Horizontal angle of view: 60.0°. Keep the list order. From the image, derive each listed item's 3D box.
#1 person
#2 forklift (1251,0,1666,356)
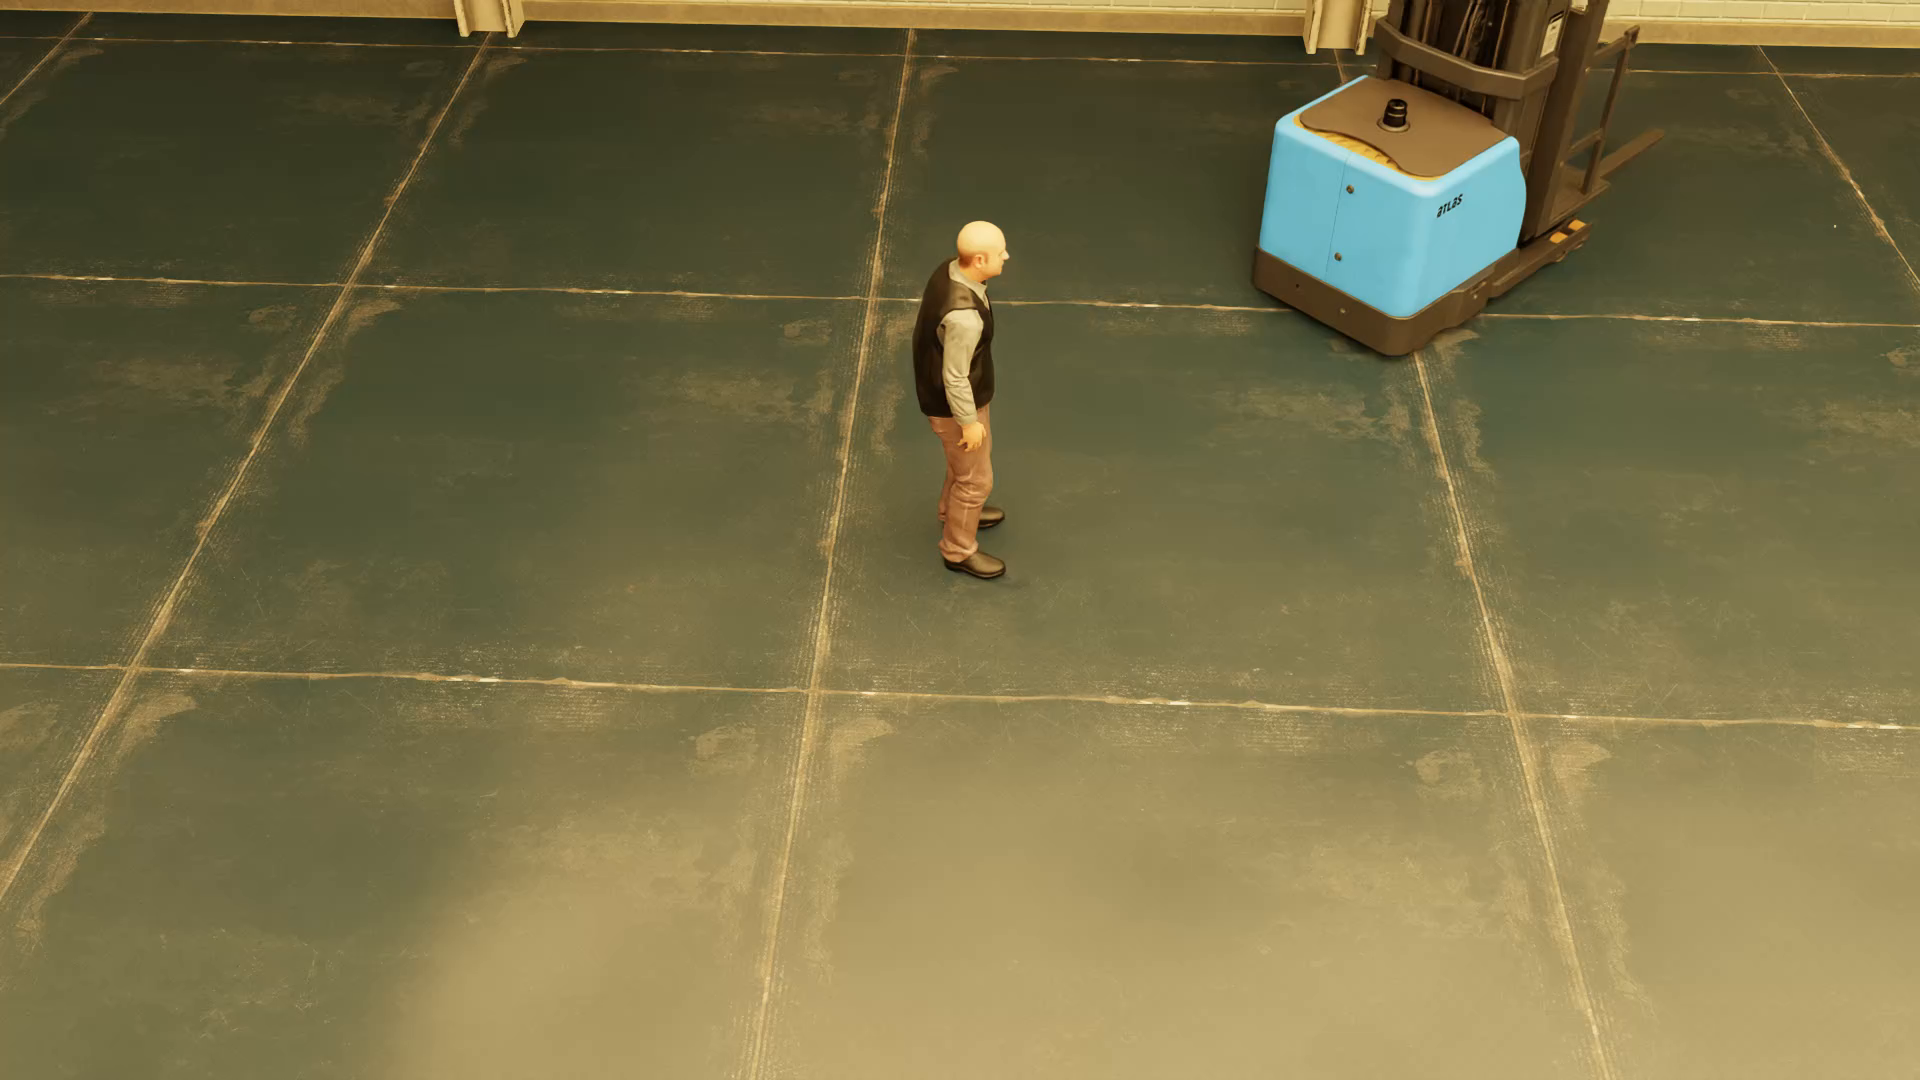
[{"bbox_3d":[0.005,-0.641,7.343,0.422,1.720,0.580,0,42,0],"label":"person"},{"bbox_3d":[3.070,-2.937,8.960,3.031,2.935,1.130,-32,51,-30],"label":"forklift"}]
